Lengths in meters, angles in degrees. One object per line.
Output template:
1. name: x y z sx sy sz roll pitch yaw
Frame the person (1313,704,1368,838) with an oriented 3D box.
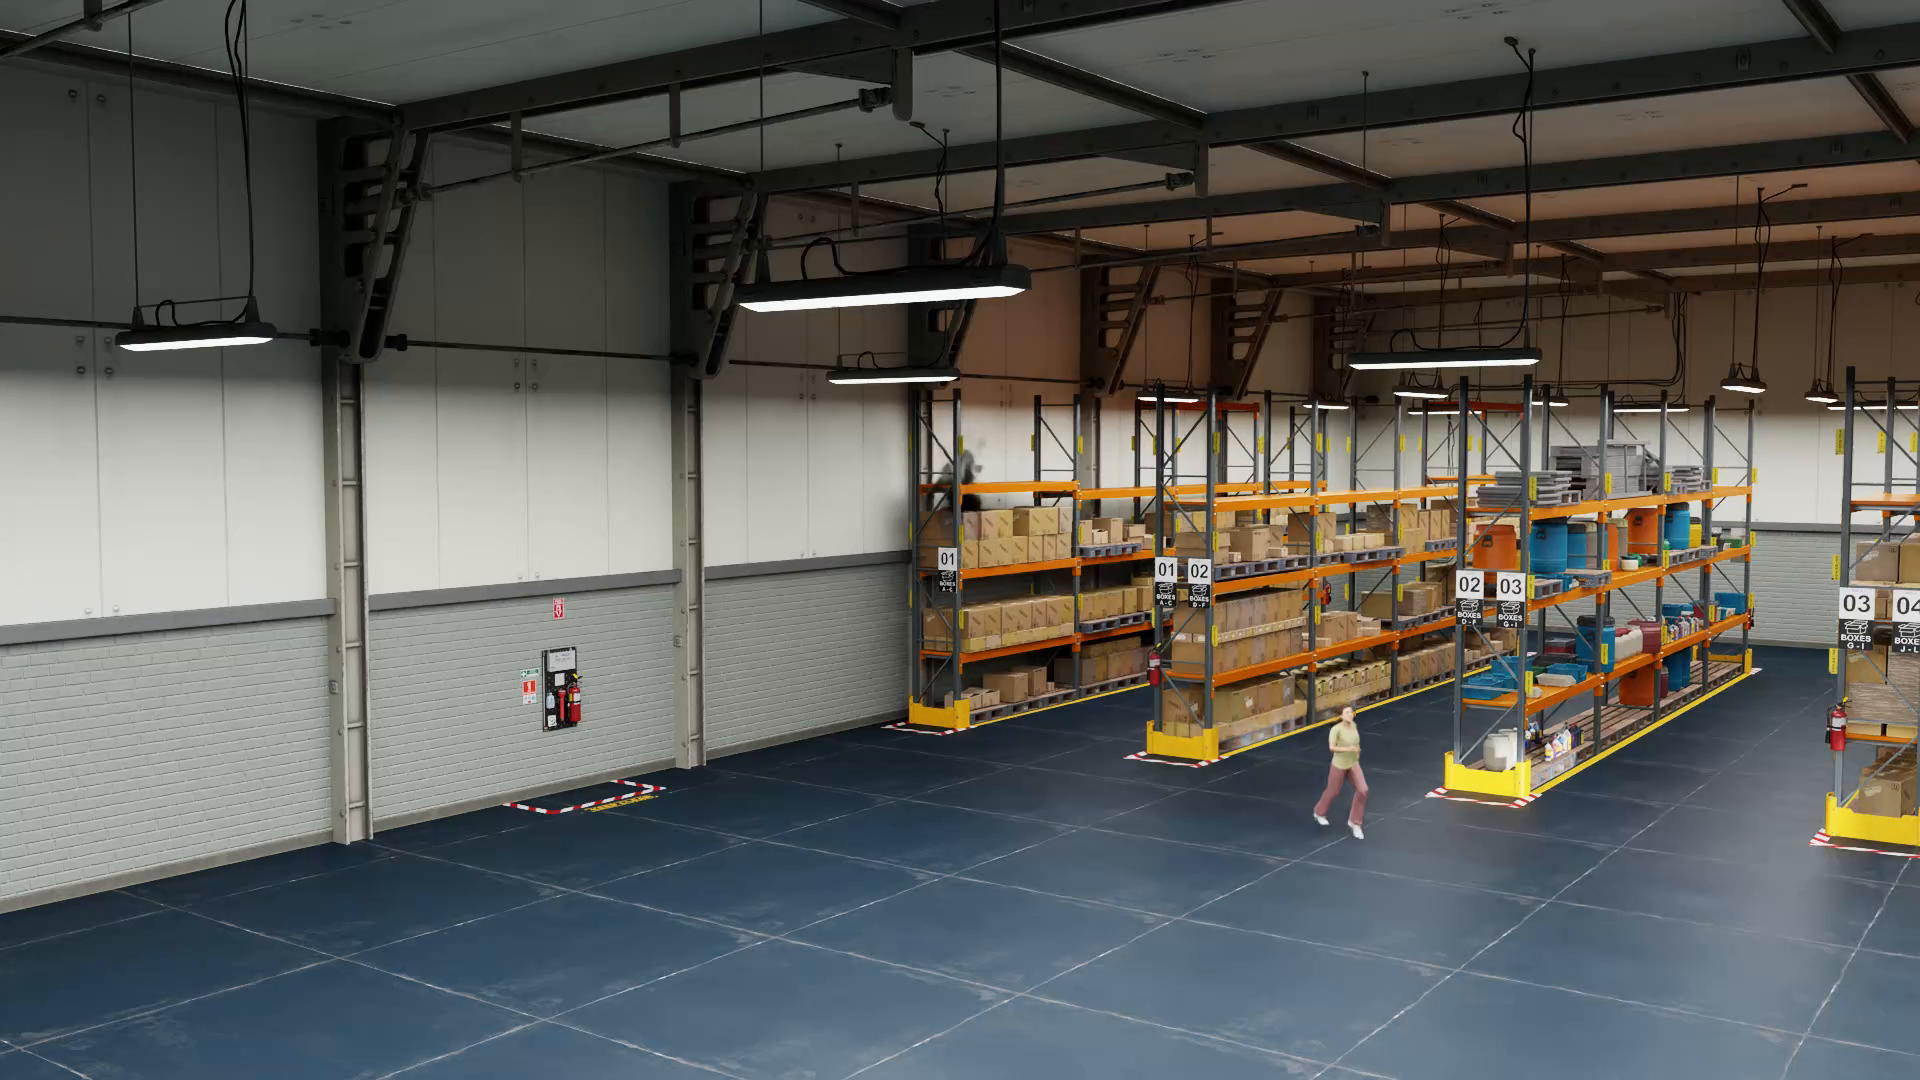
1. person: 4.938 2.948 21.464 0.584 1.710 0.864 -1 4 -23
